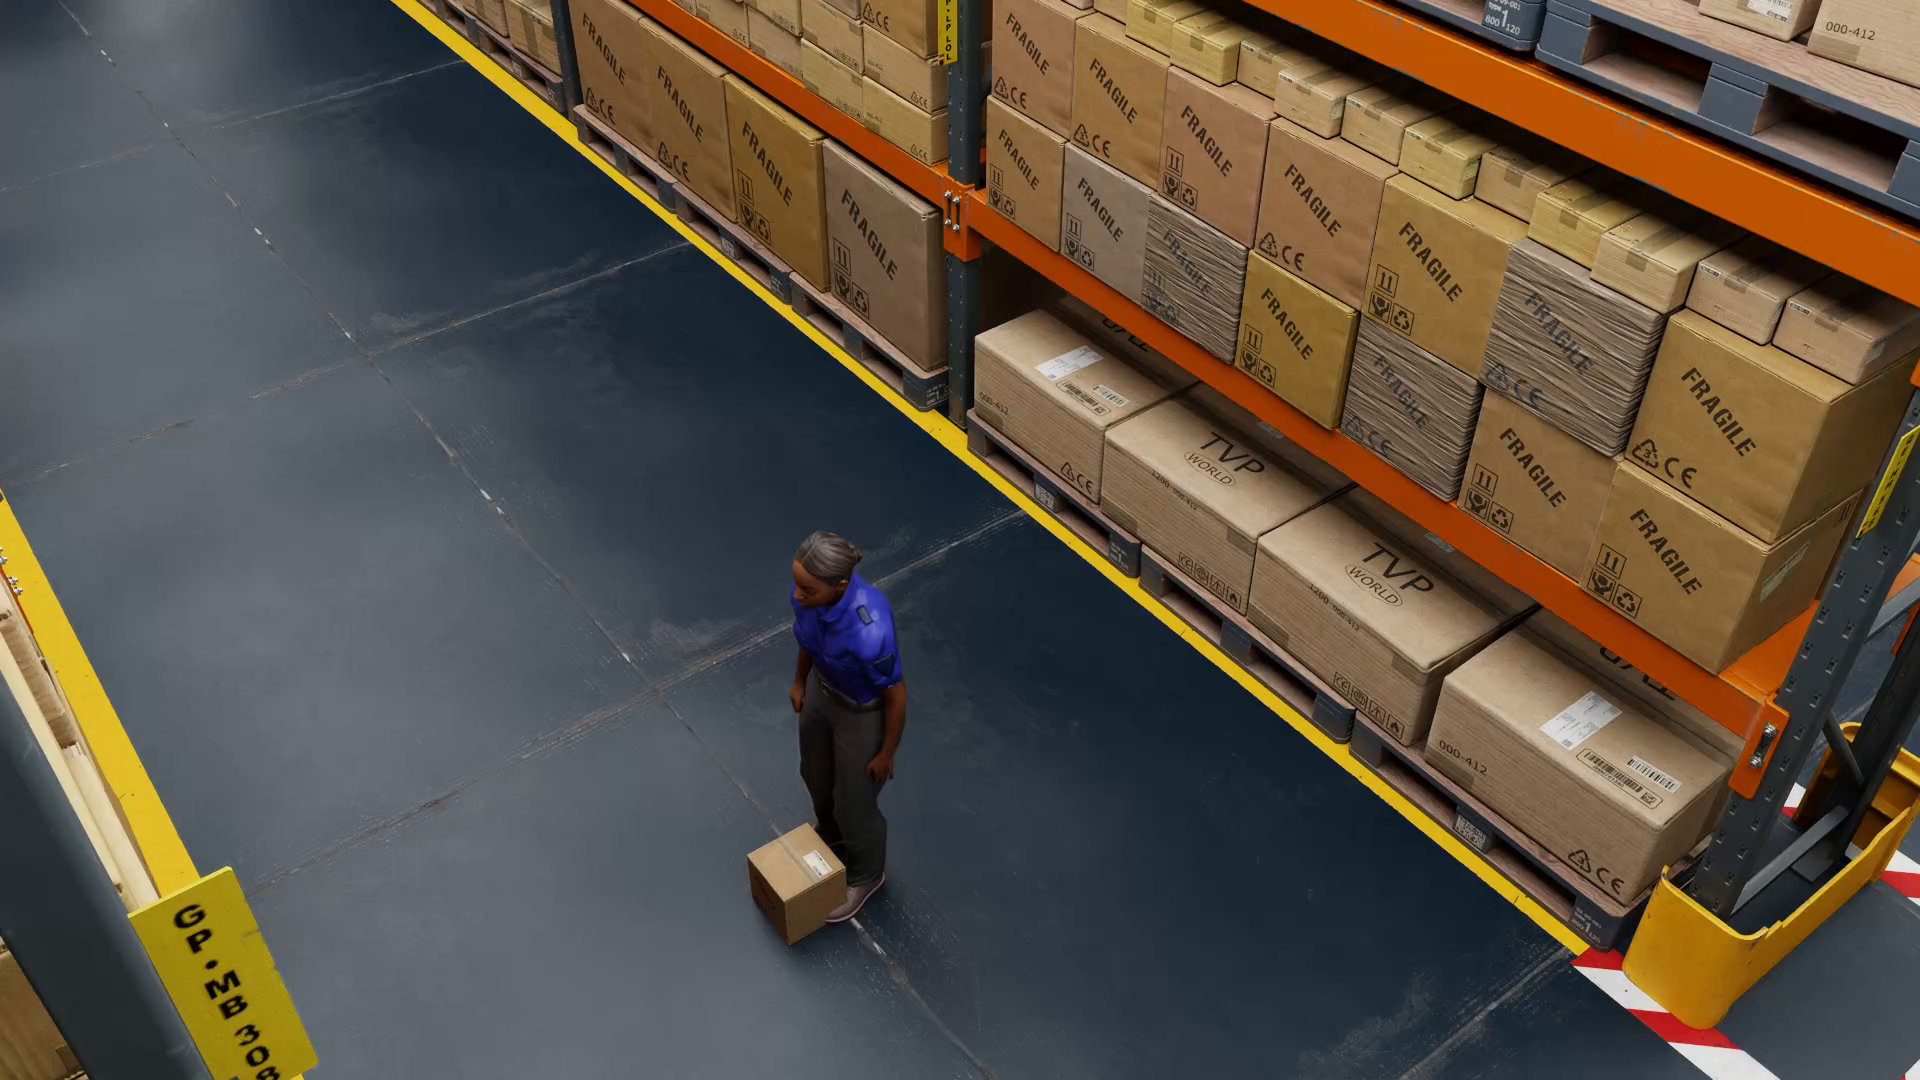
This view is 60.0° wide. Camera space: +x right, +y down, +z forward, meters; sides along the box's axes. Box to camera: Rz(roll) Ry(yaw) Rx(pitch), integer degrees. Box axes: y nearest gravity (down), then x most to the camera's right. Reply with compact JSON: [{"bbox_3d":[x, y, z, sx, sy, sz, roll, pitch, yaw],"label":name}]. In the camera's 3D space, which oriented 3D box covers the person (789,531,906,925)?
[{"bbox_3d":[-0.406,0.585,5.477,0.403,1.653,0.530,-30,49,-30],"label":"person"}]
